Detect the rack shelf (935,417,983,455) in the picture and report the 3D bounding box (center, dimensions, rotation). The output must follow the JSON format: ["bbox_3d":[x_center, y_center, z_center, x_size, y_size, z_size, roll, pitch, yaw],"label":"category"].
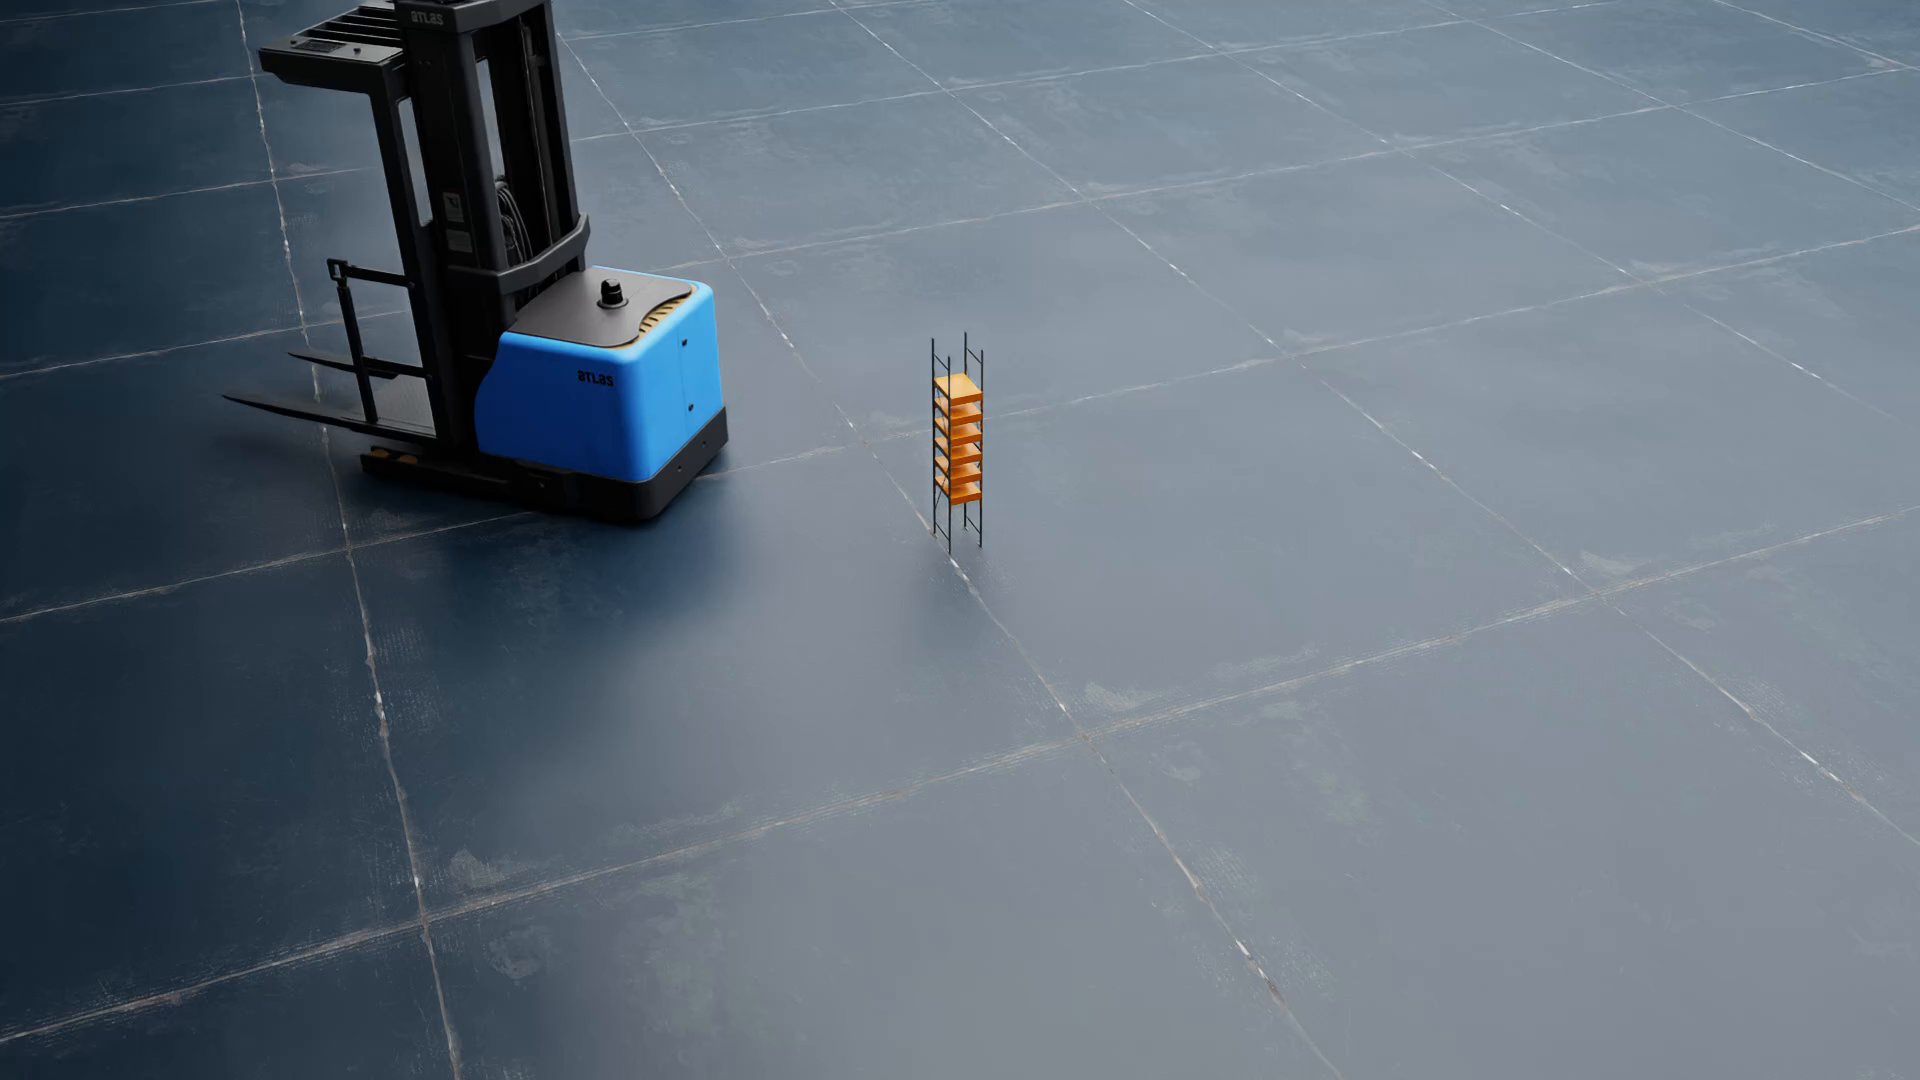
[{"bbox_3d":[-0.013,-0.563,8.795,0.180,0.103,0.258,-13,35,-19],"label":"rack shelf"}]

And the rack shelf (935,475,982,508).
[{"bbox_3d":[-0.013,-0.261,8.991,0.180,0.103,0.258,-13,35,-19],"label":"rack shelf"}]

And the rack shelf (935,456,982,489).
[{"bbox_3d":[-0.013,-0.362,8.926,0.180,0.103,0.258,-13,35,-19],"label":"rack shelf"}]

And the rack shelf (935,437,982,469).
[{"bbox_3d":[-0.013,-0.463,8.860,0.180,0.103,0.258,-13,35,-19],"label":"rack shelf"}]

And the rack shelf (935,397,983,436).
[{"bbox_3d":[-0.013,-0.664,8.729,0.180,0.103,0.258,-13,35,-19],"label":"rack shelf"}]

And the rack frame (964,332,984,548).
[{"bbox_3d":[0.071,-0.519,8.866,0.006,1.200,0.240,-13,35,-19],"label":"rack frame"}]

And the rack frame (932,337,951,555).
[{"bbox_3d":[-0.098,-0.481,8.806,0.006,1.200,0.240,-13,35,-19],"label":"rack frame"}]

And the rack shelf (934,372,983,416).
[{"bbox_3d":[-0.013,-0.764,8.664,0.180,0.103,0.258,-13,35,-19],"label":"rack shelf"}]

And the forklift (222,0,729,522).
[{"bbox_3d":[-2.959,-1.814,9.268,3.031,2.935,1.130,11,35,17],"label":"forklift"}]

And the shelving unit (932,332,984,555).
[{"bbox_3d":[-0.013,-0.500,8.836,0.189,1.200,0.258,-13,35,-19],"label":"shelving unit"}]
